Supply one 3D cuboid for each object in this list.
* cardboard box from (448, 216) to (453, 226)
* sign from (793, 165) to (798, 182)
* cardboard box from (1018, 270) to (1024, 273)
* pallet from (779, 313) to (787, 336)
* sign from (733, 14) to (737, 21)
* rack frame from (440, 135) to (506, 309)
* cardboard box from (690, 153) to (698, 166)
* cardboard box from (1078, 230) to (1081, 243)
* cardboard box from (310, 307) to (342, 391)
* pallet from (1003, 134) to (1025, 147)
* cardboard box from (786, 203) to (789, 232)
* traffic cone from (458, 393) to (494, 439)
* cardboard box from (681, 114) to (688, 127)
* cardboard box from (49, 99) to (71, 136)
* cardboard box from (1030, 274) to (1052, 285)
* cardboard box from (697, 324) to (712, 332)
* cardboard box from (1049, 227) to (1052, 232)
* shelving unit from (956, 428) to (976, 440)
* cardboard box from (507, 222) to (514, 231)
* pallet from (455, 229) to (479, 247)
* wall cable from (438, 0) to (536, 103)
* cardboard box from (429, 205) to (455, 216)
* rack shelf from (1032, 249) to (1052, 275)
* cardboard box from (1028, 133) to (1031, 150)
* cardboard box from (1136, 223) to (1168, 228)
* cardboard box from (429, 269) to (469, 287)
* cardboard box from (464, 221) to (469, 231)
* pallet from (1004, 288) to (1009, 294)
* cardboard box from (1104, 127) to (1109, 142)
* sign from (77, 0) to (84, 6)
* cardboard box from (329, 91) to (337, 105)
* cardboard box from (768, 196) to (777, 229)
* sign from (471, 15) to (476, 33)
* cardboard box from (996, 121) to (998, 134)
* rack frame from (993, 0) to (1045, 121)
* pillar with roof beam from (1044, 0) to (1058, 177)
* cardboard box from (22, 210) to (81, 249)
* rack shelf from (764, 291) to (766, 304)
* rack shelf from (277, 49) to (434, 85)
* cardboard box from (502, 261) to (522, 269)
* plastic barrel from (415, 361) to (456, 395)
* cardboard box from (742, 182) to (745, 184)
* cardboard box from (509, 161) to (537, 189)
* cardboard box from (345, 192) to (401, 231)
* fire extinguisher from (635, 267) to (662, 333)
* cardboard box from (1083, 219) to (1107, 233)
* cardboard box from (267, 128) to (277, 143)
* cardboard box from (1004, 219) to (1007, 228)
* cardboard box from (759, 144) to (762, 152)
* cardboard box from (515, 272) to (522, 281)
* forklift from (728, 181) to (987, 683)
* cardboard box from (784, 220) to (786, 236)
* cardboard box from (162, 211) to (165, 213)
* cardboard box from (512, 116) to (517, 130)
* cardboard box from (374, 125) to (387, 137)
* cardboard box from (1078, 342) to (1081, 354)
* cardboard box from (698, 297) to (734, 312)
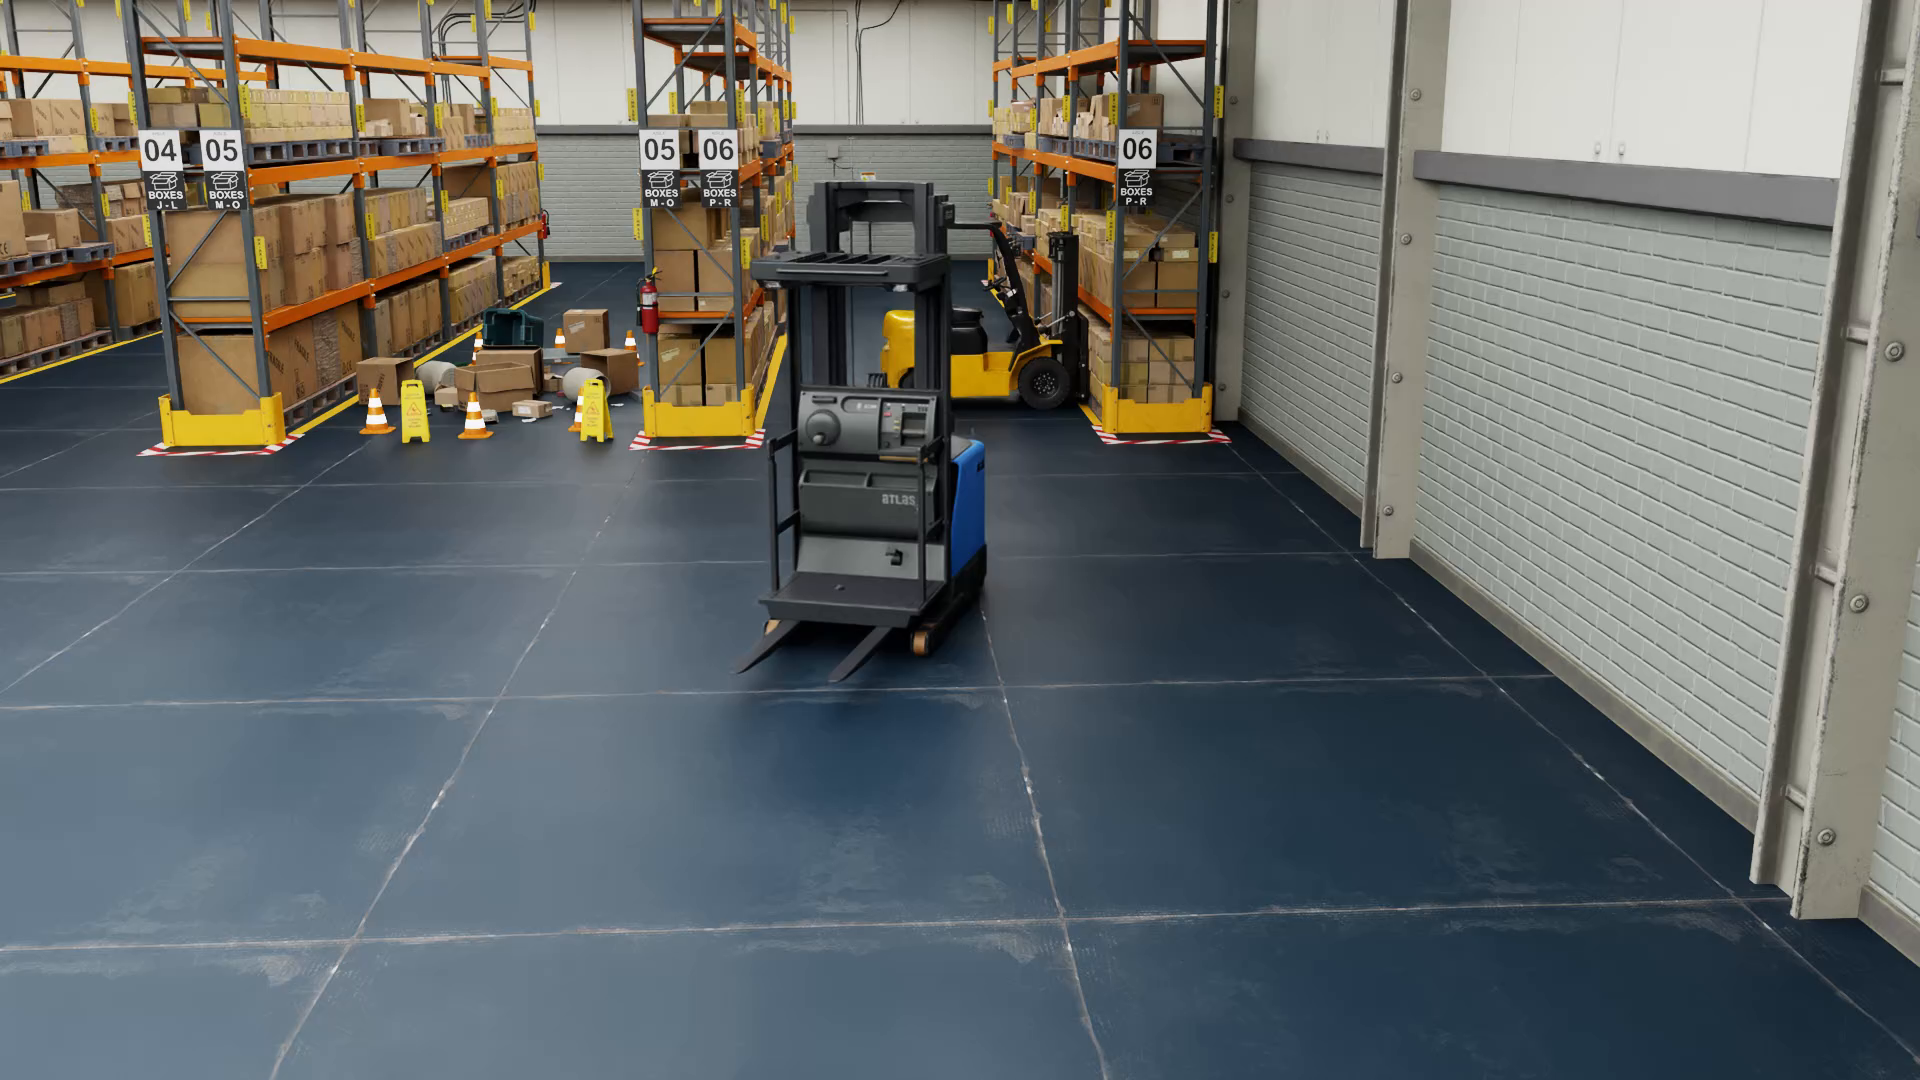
[{"bbox_3d":[-8.104,-4.960,25.847,0.380,0.149,0.250,-1,14,-5],"label":"cardboard box"},{"bbox_3d":[-3.254,-7.248,32.879,0.100,0.325,0.005,-1,14,-3],"label":"sign"},{"bbox_3d":[1.253,-4.387,28.732,0.500,0.500,0.500,-1,14,-4],"label":"cardboard box"},{"bbox_3d":[-3.275,-3.425,26.415,1.003,0.211,1.213,-1,14,-3],"label":"pallet"},{"bbox_3d":[-4.351,-9.995,32.122,0.100,0.325,0.005,-1,14,-3],"label":"sign"},{"bbox_3d":[-8.483,-5.472,28.772,1.000,3.000,0.127,-1,14,-3],"label":"rack frame"},{"bbox_3d":[-3.087,-4.196,18.300,0.380,0.149,0.250,-1,14,-3],"label":"cardboard box"},{"bbox_3d":[1.661,-3.749,20.575,0.380,0.149,0.250,-1,14,-2],"label":"cardboard box"},{"bbox_3d":[-7.959,-2.275,19.769,0.875,0.875,0.875,-1,14,-3],"label":"cardboard box"},{"bbox_3d":[1.375,-6.849,28.483,1.213,0.211,1.003,-1,14,-3],"label":"pallet"},{"bbox_3d":[-3.317,-5.742,29.624,0.500,0.500,0.500,0,14,-2],"label":"cardboard box"},{"bbox_3d":[-5.207,-1.345,17.827,0.336,0.463,0.334,-1,14,-3],"label":"traffic cone"},{"bbox_3d":[-3.099,-4.450,17.687,0.380,0.149,0.250,-1,14,-2],"label":"cardboard box"},{"bbox_3d":[-12.870,-5.926,23.316,0.500,0.500,0.500,-1,14,-4],"label":"cardboard box"},{"bbox_3d":[1.322,-4.149,26.504,0.380,0.149,0.250,-2,15,-6],"label":"cardboard box"},{"bbox_3d":[-3.175,-2.274,19.516,0.500,0.500,0.500,-1,14,-5],"label":"cardboard box"},{"bbox_3d":[1.538,-4.330,23.631,0.500,0.250,0.500,-1,14,-3],"label":"cardboard box"},{"bbox_3d":[0.000,-0.438,13.422,0.258,0.900,0.210,-1,14,-3],"label":"shelving unit"},{"bbox_3d":[-8.295,-5.685,30.107,0.380,0.149,0.250,-1,14,-2],"label":"cardboard box"},{"bbox_3d":[-8.399,-4.875,26.841,1.003,0.211,1.213,-1,14,-3],"label":"pallet"},{"bbox_3d":[-10.598,-12.338,36.963,2.277,5.999,0.120,-1,14,-3],"label":"wall cable"},{"bbox_3d":[-8.117,-5.158,26.022,0.380,0.149,0.250,-1,15,-6],"label":"cardboard box"},{"bbox_3d":[1.777,-3.810,23.758,1.077,0.370,4.000,-1,14,-3],"label":"rack shelf"},{"bbox_3d":[1.347,-6.285,26.214,0.500,0.250,0.500,-1,14,-3],"label":"cardboard box"},{"bbox_3d":[2.273,-3.645,19.573,0.380,0.149,0.250,-1,14,-3],"label":"cardboard box"},{"bbox_3d":[-8.068,-4.134,26.243,0.500,0.250,0.500,-1,14,-4],"label":"cardboard box"},{"bbox_3d":[-8.161,-5.067,26.862,0.380,0.149,0.250,-1,14,-5],"label":"cardboard box"},{"bbox_3d":[1.363,-4.471,30.480,1.003,0.211,1.213,-1,14,-3],"label":"pallet"},{"bbox_3d":[1.794,-4.450,18.245,0.380,0.149,0.250,-1,14,-5],"label":"cardboard box"},{"bbox_3d":[-12.651,-7.832,23.874,0.100,0.325,0.005,-1,14,-3],"label":"sign"},{"bbox_3d":[-7.616,-5.240,19.711,0.380,0.149,0.250,-1,14,-4],"label":"cardboard box"},{"bbox_3d":[-2.996,-4.865,24.776,0.500,0.500,0.500,-1,14,-5],"label":"cardboard box"},{"bbox_3d":[-9.273,-9.854,31.732,0.100,0.325,0.005,-1,14,-3],"label":"sign"},{"bbox_3d":[0.964,-7.929,32.007,0.500,0.250,0.500,-1,14,-2],"label":"cardboard box"},{"bbox_3d":[1.157,-9.551,32.587,1.000,3.000,0.127,-1,14,-3],"label":"rack frame"},{"bbox_3d":[-2.407,-10.169,34.989,9.100,9.000,0.400,-1,14,-3],"label":"pillar with roof beam"},{"bbox_3d":[-12.984,-4.406,23.588,0.700,0.500,0.500,1,14,5],"label":"cardboard box"},{"bbox_3d":[-3.177,-3.732,23.457,1.077,0.370,4.000,-1,14,-3],"label":"rack shelf"},{"bbox_3d":[-8.112,-6.343,22.365,1.077,0.370,4.000,-1,14,-3],"label":"rack shelf"},{"bbox_3d":[-8.414,-5.125,31.110,0.380,0.149,0.250,-1,14,-5],"label":"cardboard box"},{"bbox_3d":[-6.386,-1.976,20.356,0.512,0.421,0.421,10,18,35],"label":"plastic barrel"},{"bbox_3d":[-3.634,-5.363,26.143,0.500,0.500,0.500,-1,14,-2],"label":"cardboard box"},{"bbox_3d":[-8.454,-7.033,32.037,0.500,0.500,0.500,-1,14,-5],"label":"cardboard box"},{"bbox_3d":[-8.119,-4.517,22.856,0.700,0.500,0.500,-1,14,-4],"label":"cardboard box"},{"bbox_3d":[-3.258,-2.516,17.439,0.296,0.674,0.183,-1,14,-3],"label":"fire extinguisher"},{"bbox_3d":[1.712,-3.827,20.282,0.380,0.149,0.250,-1,14,-4],"label":"cardboard box"},{"bbox_3d":[-7.473,-4.286,17.605,0.380,0.149,0.250,-1,14,-3],"label":"cardboard box"},{"bbox_3d":[1.022,-5.862,30.793,0.380,0.149,0.250,-1,14,-4],"label":"cardboard box"},{"bbox_3d":[-3.178,-5.702,23.441,0.797,0.503,0.637,-1,14,-3],"label":"cardboard box"},{"bbox_3d":[-8.302,-4.855,30.656,0.380,0.149,0.250,-1,14,-4],"label":"cardboard box"},{"bbox_3d":[-0.657,-0.780,10.678,1.130,2.935,3.031,4,15,14],"label":"forklift"},{"bbox_3d":[-3.270,-5.393,28.767,0.500,0.250,0.500,-1,14,-5],"label":"cardboard box"},{"bbox_3d":[-13.075,-5.103,27.141,0.500,0.500,0.500,-1,14,-4],"label":"cardboard box"},{"bbox_3d":[-8.367,-7.598,30.313,0.500,0.250,0.500,-2,15,-6],"label":"cardboard box"},{"bbox_3d":[-7.815,-5.417,22.002,0.380,0.149,0.250,-1,14,-3],"label":"cardboard box"},{"bbox_3d":[1.706,-2.274,20.016,0.500,0.250,0.500,-1,14,-4],"label":"cardboard box"},{"bbox_3d":[-2.620,-2.555,17.940,0.380,0.149,0.250,-1,14,-3],"label":"cardboard box"}]
